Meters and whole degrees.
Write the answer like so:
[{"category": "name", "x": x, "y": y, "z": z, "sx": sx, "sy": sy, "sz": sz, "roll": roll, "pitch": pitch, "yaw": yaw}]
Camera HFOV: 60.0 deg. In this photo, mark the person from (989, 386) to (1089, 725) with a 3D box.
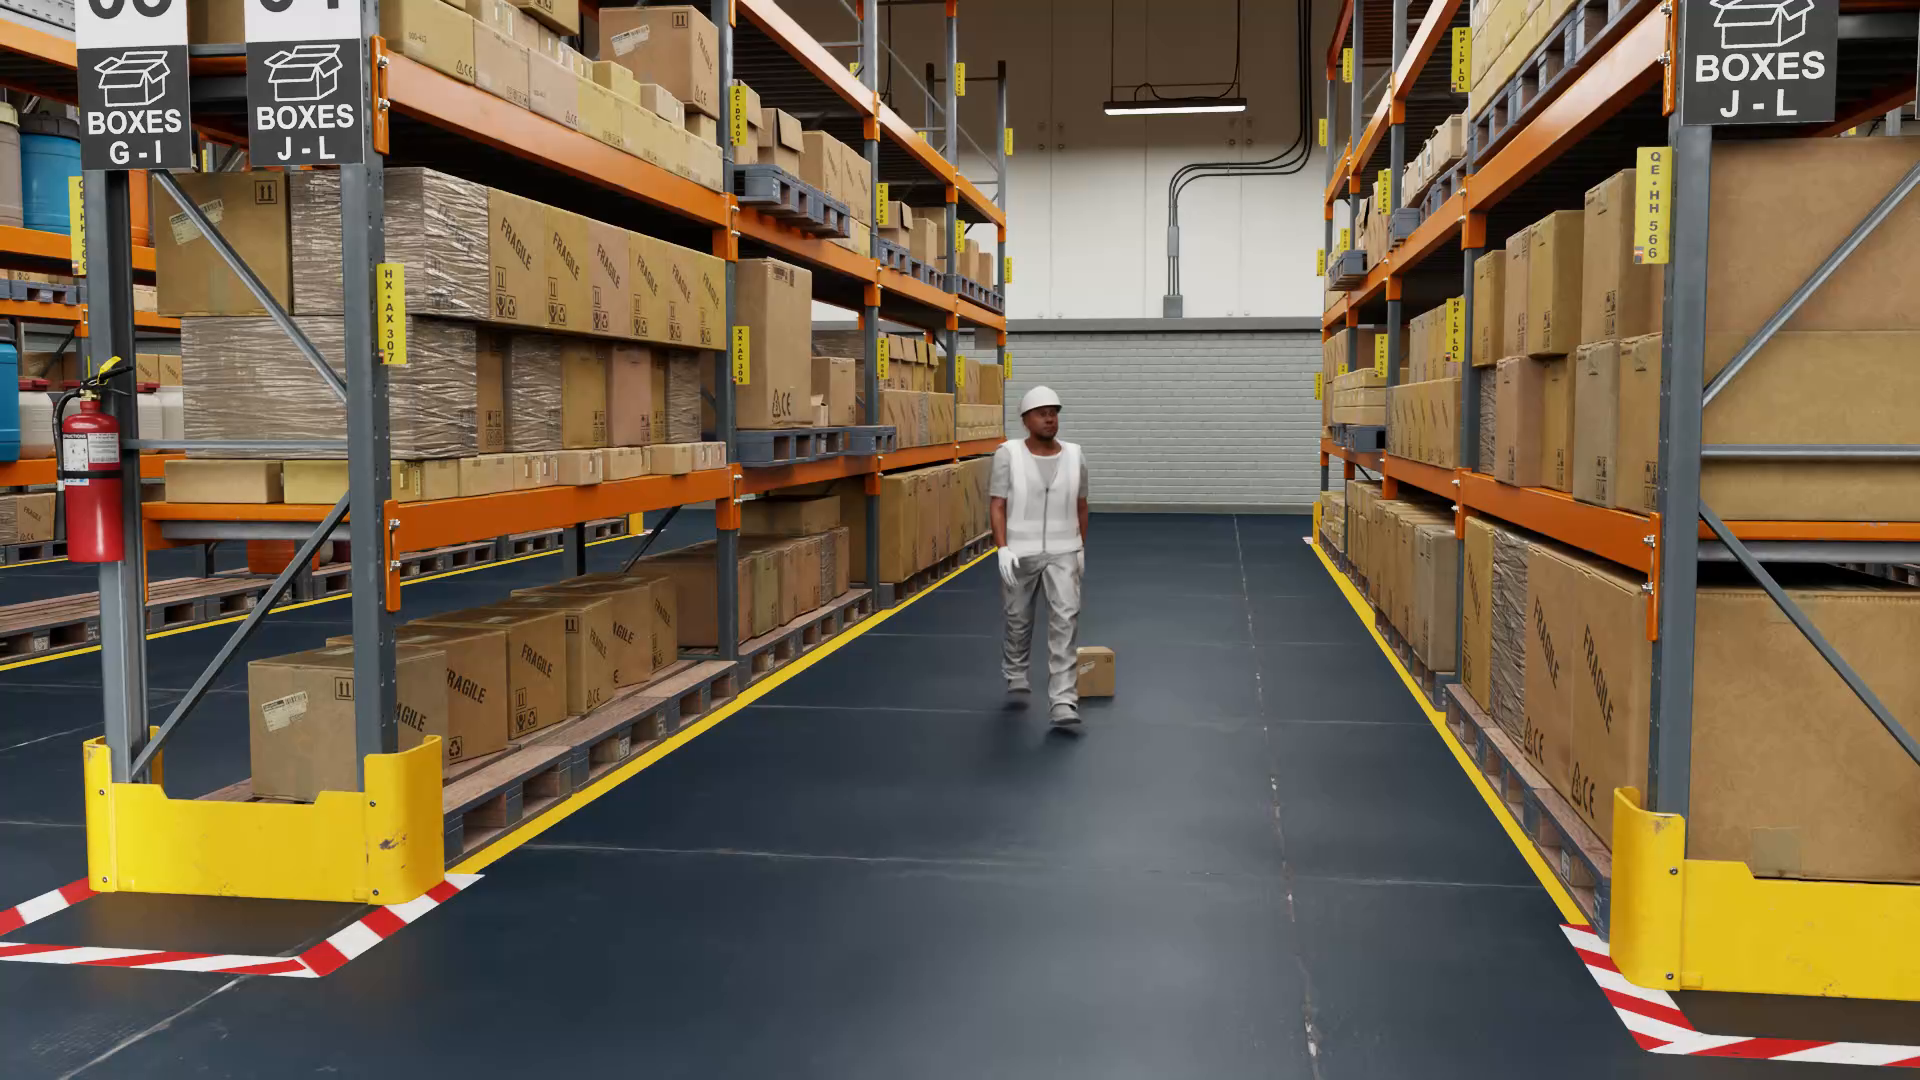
[{"category": "person", "x": 0.420, "y": 0.066, "z": 8.728, "sx": 0.545, "sy": 1.740, "sz": 1.083, "roll": 0, "pitch": 4, "yaw": -4}]
